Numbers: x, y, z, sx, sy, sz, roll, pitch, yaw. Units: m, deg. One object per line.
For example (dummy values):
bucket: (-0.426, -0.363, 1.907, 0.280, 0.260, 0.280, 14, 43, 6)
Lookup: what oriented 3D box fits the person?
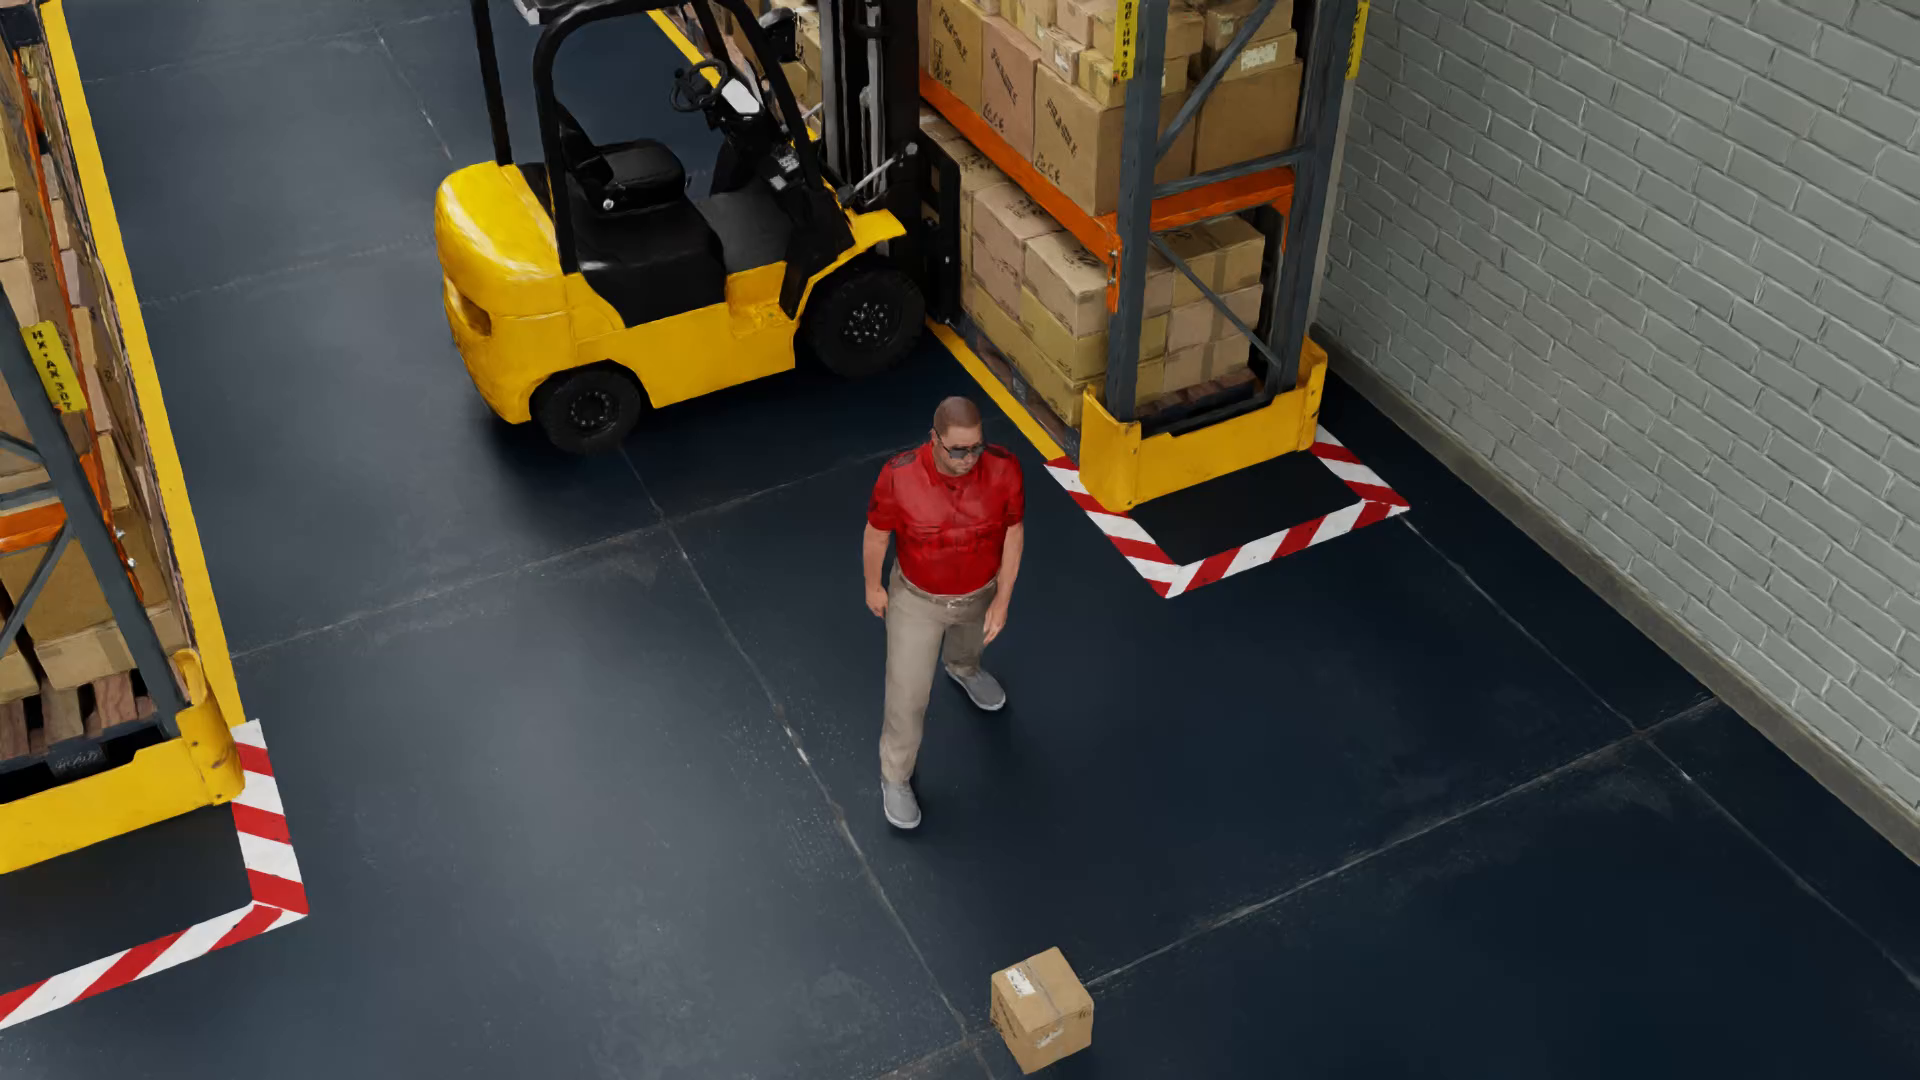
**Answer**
person: (-0.071, 0.169, 5.994, 0.620, 1.683, 0.807, -11, 42, -13)
